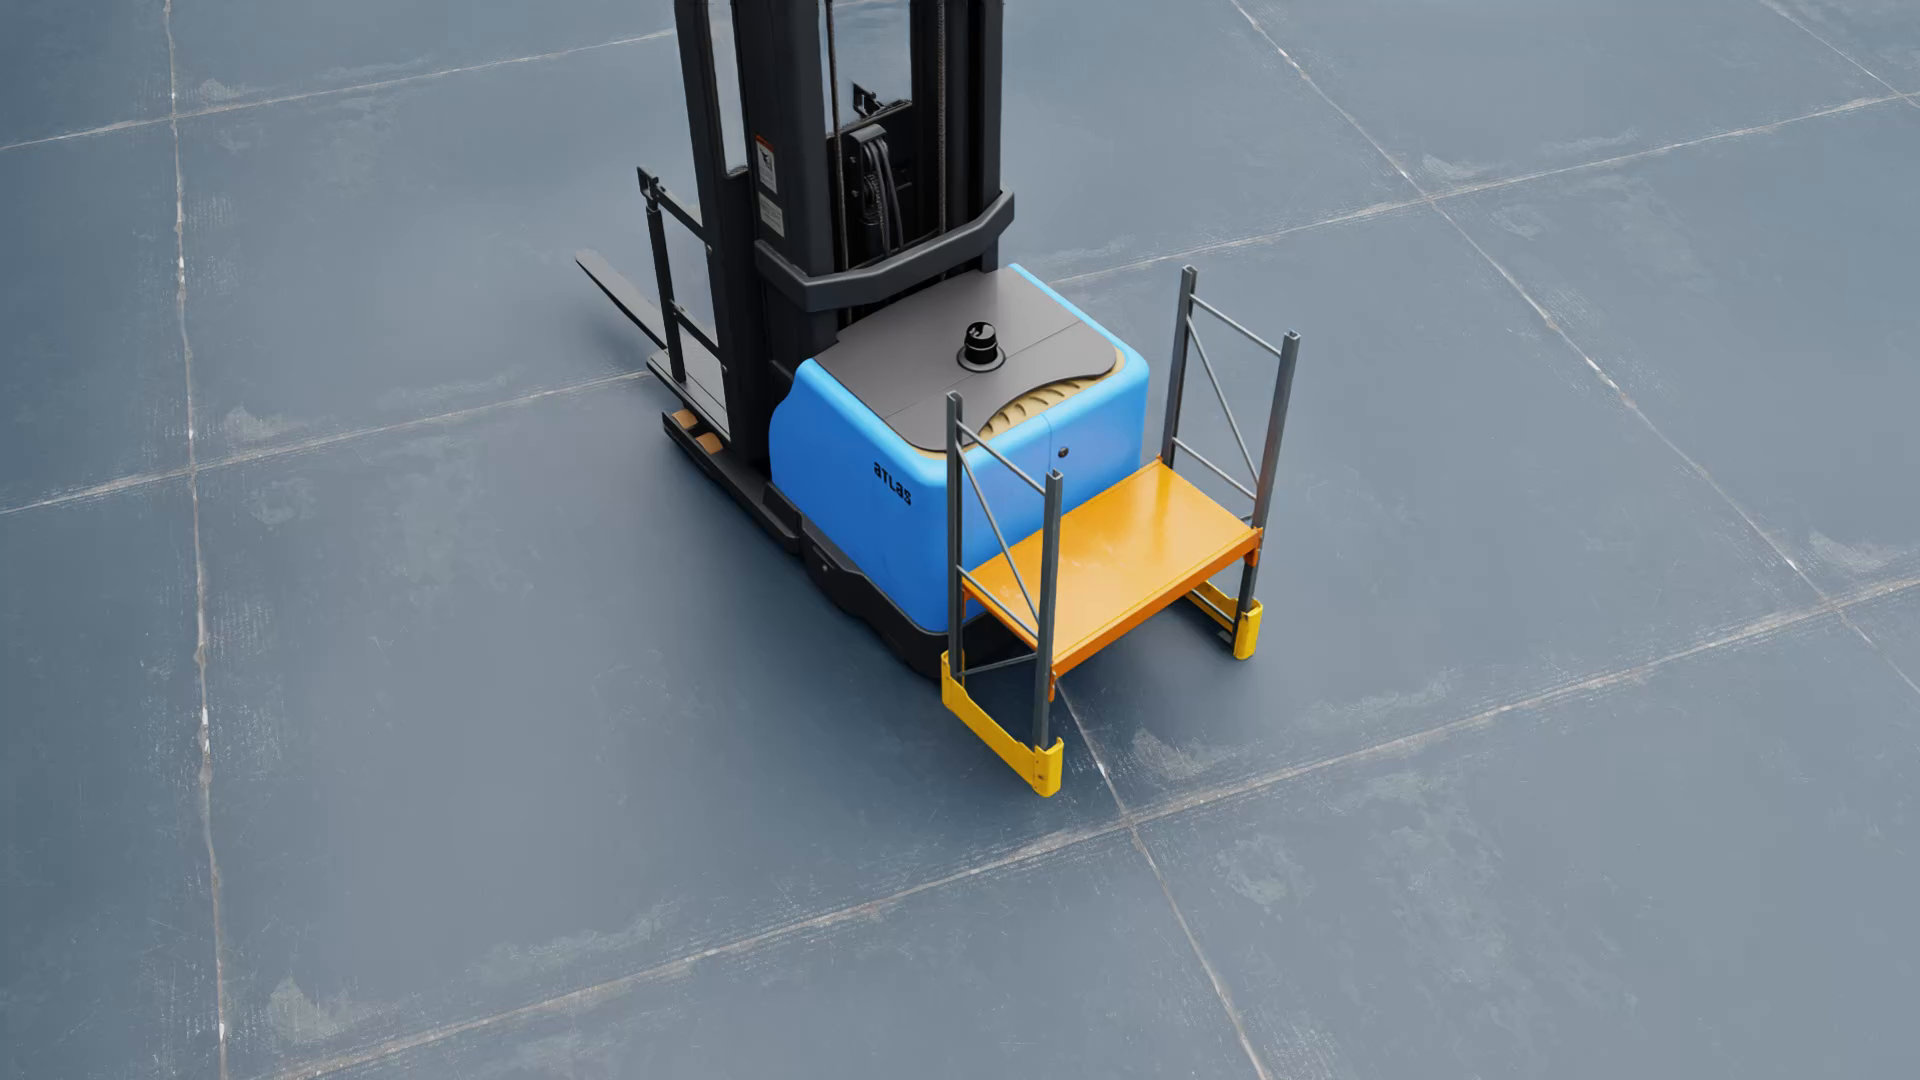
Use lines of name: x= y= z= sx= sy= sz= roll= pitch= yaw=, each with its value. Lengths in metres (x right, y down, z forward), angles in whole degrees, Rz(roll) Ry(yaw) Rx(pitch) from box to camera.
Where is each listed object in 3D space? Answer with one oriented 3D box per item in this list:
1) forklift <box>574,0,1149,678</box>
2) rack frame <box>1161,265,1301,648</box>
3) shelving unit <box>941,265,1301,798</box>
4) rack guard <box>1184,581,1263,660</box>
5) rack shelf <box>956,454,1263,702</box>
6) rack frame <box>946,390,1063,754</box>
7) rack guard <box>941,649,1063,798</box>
forklift: x=-0.612 y=-1.517 z=6.193 sx=1.130 sy=2.935 sz=3.031 roll=-29 pitch=52 yaw=-26
rack frame: x=0.911 y=-0.247 z=5.937 sx=0.032 sy=1.500 sz=0.500 roll=-30 pitch=53 yaw=-27
shelving unit: x=0.527 y=-0.021 z=5.712 sx=1.083 sy=1.500 sz=0.587 roll=-30 pitch=53 yaw=-27
rack guard: x=0.910 y=0.195 z=6.380 sx=0.087 sy=0.250 sz=0.587 roll=-30 pitch=53 yaw=-27
rack shelf: x=0.520 y=0.110 z=5.835 sx=1.000 sy=0.185 sz=0.538 roll=-30 pitch=53 yaw=-27
rack frame: x=0.129 y=0.213 z=5.479 sx=0.032 sy=1.500 sz=0.500 roll=-30 pitch=53 yaw=-27
rack guard: x=0.144 y=0.645 z=5.930 sx=0.087 sy=0.250 sz=0.587 roll=-30 pitch=53 yaw=-27
